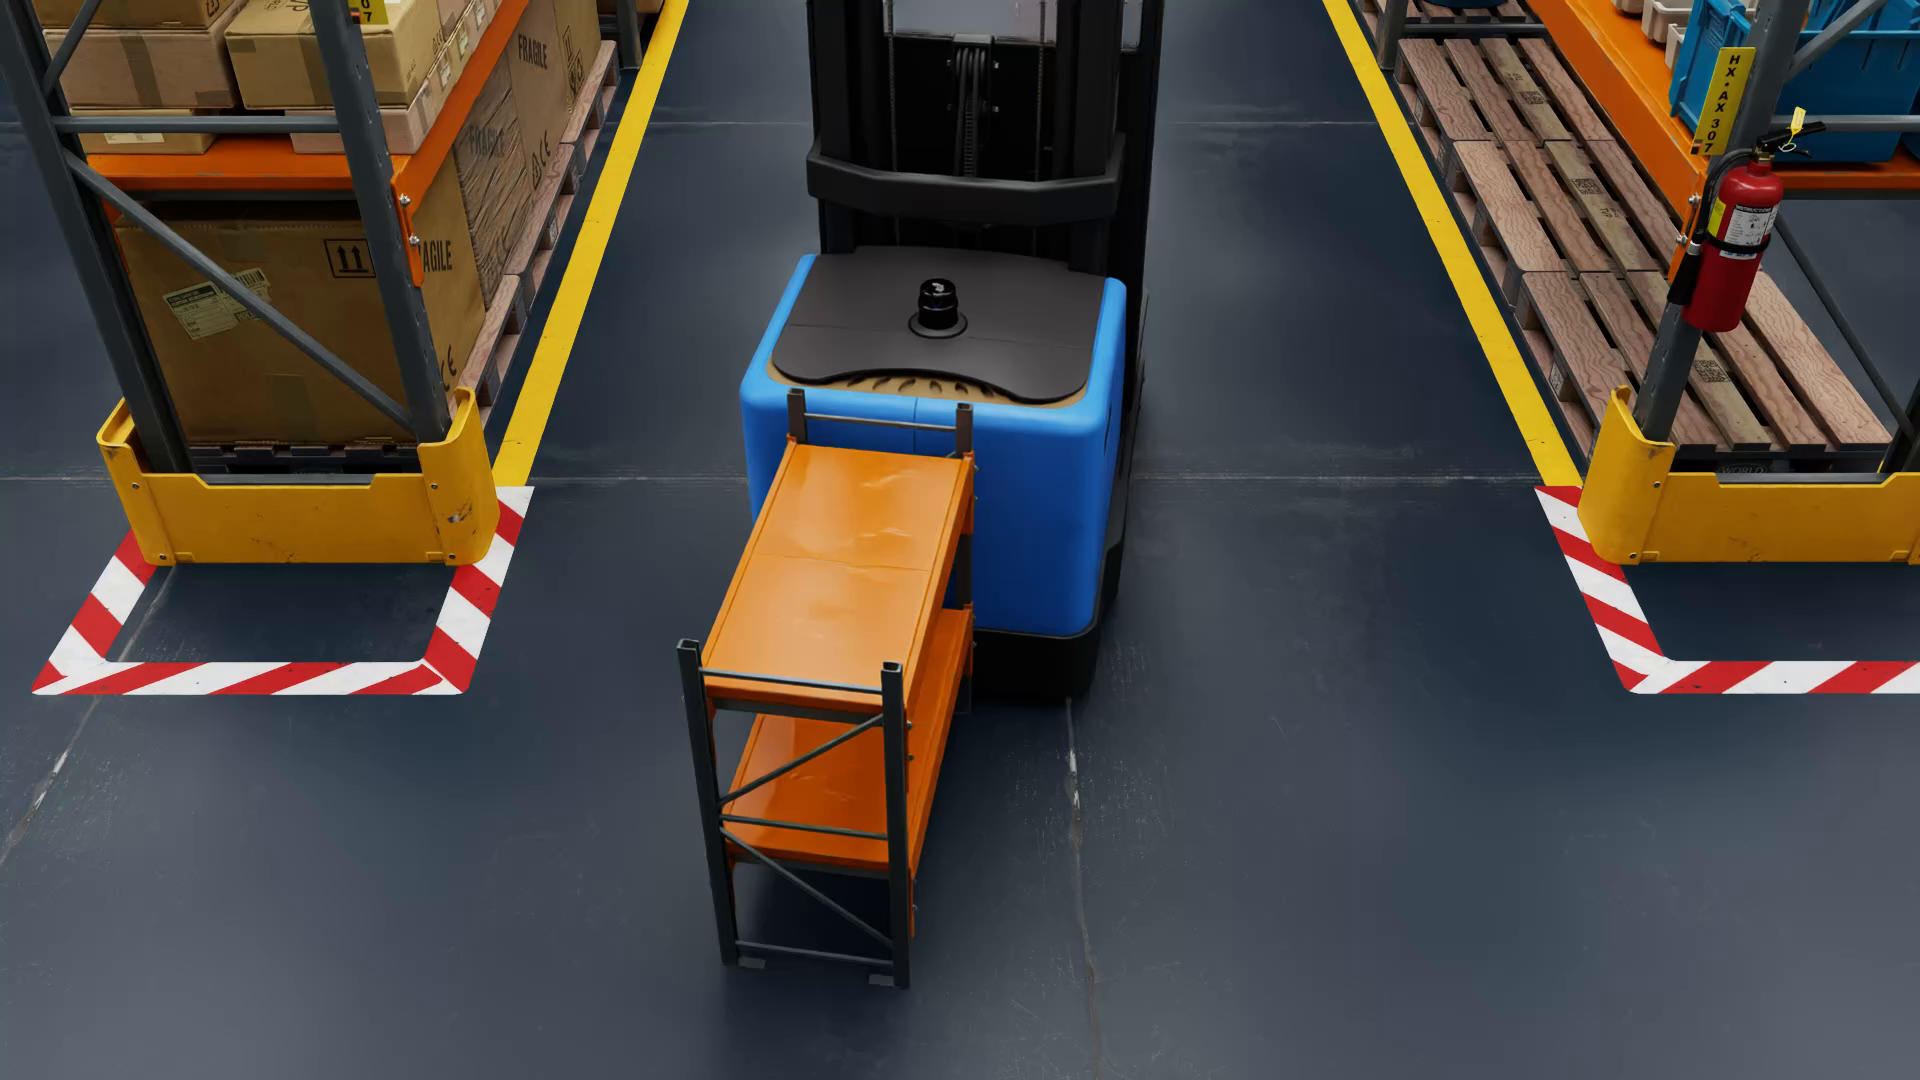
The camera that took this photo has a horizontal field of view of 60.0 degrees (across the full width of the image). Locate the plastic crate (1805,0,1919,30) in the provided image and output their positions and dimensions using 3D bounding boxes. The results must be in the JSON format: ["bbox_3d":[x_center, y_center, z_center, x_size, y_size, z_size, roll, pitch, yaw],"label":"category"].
[{"bbox_3d":[3.077,-1.734,5.601,0.416,0.233,0.300,0,39,0],"label":"plastic crate"}]

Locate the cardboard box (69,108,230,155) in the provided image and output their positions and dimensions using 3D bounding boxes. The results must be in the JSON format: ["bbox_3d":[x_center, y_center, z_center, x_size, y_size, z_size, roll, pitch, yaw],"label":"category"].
[{"bbox_3d":[-2.534,-1.330,5.212,0.380,0.149,0.250,1,39,1],"label":"cardboard box"}]

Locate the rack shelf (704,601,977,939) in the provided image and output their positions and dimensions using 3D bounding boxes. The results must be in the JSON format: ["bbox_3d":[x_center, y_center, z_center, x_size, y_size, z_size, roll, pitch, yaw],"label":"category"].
[{"bbox_3d":[-0.294,0.568,4.533,0.538,0.278,1.000,6,39,7],"label":"rack shelf"}]

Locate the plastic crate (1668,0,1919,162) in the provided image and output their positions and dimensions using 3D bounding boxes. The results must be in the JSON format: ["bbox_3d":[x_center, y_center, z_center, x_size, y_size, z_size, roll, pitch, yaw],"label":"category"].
[{"bbox_3d":[2.562,-1.456,5.092,0.616,0.435,0.499,0,39,0],"label":"plastic crate"}]

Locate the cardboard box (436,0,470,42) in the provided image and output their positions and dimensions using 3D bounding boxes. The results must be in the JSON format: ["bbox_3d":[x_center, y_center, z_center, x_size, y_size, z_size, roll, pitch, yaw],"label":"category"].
[{"bbox_3d":[-1.942,-1.889,5.590,0.500,0.250,0.500,0,39,-1],"label":"cardboard box"}]

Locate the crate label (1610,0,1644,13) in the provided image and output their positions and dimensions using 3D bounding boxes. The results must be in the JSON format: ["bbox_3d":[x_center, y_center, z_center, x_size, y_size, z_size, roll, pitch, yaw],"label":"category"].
[{"bbox_3d":[2.556,-1.995,6.004,0.396,0.136,0.243,0,39,0],"label":"crate label"}]

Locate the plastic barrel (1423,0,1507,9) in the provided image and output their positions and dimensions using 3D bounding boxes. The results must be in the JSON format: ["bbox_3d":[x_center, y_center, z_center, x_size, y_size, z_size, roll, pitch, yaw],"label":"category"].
[{"bbox_3d":[2.761,-3.396,8.931,0.600,0.901,0.708,0,39,0],"label":"plastic barrel"}]

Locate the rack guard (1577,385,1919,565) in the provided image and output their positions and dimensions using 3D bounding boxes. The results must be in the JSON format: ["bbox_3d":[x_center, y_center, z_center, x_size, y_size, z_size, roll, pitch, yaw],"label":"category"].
[{"bbox_3d":[2.762,-0.219,5.623,1.175,0.500,0.348,0,39,0],"label":"rack guard"}]

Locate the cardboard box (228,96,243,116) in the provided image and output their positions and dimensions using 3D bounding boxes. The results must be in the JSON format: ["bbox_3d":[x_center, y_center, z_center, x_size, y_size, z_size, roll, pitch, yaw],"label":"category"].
[{"bbox_3d":[-2.536,-1.493,5.415,0.380,0.149,0.250,0,39,0],"label":"cardboard box"}]

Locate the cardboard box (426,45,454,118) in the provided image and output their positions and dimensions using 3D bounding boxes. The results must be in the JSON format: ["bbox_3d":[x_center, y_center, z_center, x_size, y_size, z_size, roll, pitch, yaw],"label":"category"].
[{"bbox_3d":[-1.876,-1.490,5.412,0.380,0.149,0.250,-1,39,-1],"label":"cardboard box"}]

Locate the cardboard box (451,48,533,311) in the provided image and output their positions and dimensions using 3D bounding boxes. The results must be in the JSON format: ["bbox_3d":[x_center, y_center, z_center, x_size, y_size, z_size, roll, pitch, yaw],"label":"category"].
[{"bbox_3d":[-2.286,-1.510,6.598,0.875,0.875,0.875,0,39,0],"label":"cardboard box"}]

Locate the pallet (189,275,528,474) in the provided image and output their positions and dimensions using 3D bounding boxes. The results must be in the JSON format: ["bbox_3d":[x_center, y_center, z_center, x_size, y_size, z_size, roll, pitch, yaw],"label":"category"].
[{"bbox_3d":[-2.283,-0.618,6.352,1.003,0.211,1.213,0,39,0],"label":"pallet"}]

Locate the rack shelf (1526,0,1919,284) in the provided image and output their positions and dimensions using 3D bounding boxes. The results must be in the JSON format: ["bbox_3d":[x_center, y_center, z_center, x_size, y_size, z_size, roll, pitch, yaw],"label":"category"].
[{"bbox_3d":[2.746,-2.179,6.646,1.077,0.370,4.000,0,39,0],"label":"rack shelf"}]

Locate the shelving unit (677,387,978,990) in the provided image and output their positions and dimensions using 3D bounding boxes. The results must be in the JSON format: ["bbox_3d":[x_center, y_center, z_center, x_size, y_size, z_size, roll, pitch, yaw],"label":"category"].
[{"bbox_3d":[-0.294,0.377,4.380,0.538,1.125,1.048,6,39,7],"label":"shelving unit"}]

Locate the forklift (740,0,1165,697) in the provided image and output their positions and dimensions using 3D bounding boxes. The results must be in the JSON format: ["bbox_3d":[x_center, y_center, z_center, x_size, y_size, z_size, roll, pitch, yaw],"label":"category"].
[{"bbox_3d":[0.113,-1.588,5.387,1.130,2.935,3.031,6,39,7],"label":"forklift"}]

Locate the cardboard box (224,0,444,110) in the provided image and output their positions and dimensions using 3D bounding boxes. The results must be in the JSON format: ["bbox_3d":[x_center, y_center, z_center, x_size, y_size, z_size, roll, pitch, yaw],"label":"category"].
[{"bbox_3d":[-1.935,-1.564,5.185,0.500,0.250,0.500,-1,39,-1],"label":"cardboard box"}]

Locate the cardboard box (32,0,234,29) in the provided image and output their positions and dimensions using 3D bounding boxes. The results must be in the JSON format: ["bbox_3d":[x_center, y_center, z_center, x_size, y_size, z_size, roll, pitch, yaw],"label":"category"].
[{"bbox_3d":[-2.468,-1.860,4.955,0.500,0.500,0.500,0,39,1],"label":"cardboard box"}]

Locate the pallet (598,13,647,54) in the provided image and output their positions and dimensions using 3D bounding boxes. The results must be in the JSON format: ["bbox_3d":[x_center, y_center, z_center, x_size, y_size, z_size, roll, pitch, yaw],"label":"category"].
[{"bbox_3d":[-2.285,-3.101,9.451,1.003,0.211,1.213,0,39,0],"label":"pallet"}]

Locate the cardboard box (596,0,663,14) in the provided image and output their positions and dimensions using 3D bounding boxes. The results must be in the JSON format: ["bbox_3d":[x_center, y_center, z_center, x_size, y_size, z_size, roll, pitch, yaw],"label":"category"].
[{"bbox_3d":[-2.229,-3.442,9.010,1.225,0.875,0.875,0,39,0],"label":"cardboard box"}]

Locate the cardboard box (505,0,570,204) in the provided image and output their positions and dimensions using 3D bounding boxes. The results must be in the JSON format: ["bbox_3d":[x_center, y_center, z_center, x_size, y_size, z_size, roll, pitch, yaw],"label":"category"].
[{"bbox_3d":[-2.287,-2.066,7.293,0.875,0.875,0.875,0,39,0],"label":"cardboard box"}]

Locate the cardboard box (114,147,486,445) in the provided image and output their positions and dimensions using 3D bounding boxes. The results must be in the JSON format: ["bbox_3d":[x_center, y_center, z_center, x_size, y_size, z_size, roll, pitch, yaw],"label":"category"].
[{"bbox_3d":[-2.285,-0.941,5.888,0.875,0.875,0.875,0,39,0],"label":"cardboard box"}]

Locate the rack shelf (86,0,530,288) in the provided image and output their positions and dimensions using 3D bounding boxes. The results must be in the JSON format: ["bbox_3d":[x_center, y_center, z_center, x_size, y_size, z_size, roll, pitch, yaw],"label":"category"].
[{"bbox_3d":[-2.206,-2.176,6.642,1.077,0.370,4.000,0,39,0],"label":"rack shelf"}]

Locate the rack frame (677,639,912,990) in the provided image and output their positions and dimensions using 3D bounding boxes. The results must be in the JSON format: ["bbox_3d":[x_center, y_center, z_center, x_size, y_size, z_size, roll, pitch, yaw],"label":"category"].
[{"bbox_3d":[-0.374,0.691,3.988,0.500,1.125,0.032,6,39,7],"label":"rack frame"}]

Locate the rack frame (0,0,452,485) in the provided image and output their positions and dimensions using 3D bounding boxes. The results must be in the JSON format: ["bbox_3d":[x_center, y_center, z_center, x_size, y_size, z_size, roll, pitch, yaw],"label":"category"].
[{"bbox_3d":[-2.204,-1.206,4.856,1.000,3.000,0.127,0,39,0],"label":"rack frame"}]

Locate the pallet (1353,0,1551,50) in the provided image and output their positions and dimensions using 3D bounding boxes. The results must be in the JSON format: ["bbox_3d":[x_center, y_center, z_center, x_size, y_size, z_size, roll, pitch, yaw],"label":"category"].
[{"bbox_3d":[2.785,-3.105,9.456,1.003,0.211,1.213,0,39,0],"label":"pallet"}]

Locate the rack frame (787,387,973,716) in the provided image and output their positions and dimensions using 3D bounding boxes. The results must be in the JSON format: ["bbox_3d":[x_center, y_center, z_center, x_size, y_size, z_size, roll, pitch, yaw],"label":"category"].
[{"bbox_3d":[-0.214,0.063,4.772,0.500,1.125,0.032,6,39,7],"label":"rack frame"}]

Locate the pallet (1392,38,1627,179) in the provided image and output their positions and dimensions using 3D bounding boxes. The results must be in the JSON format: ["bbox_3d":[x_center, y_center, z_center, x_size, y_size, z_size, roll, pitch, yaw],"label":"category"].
[{"bbox_3d":[2.784,-2.163,8.280,1.003,0.211,1.213,0,39,0],"label":"pallet"}]

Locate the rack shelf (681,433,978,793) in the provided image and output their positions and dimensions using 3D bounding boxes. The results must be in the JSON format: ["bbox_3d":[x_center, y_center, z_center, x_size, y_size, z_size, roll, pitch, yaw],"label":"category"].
[{"bbox_3d":[-0.294,0.149,4.197,0.538,0.278,1.000,6,39,7],"label":"rack shelf"}]

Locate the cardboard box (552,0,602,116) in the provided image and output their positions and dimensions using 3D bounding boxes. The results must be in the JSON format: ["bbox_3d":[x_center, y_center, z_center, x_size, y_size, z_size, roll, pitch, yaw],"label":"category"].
[{"bbox_3d":[-2.288,-2.629,7.995,0.875,0.875,0.875,0,39,0],"label":"cardboard box"}]

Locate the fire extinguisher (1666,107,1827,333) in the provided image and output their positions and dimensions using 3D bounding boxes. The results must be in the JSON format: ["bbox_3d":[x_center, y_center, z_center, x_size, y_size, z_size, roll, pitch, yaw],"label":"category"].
[{"bbox_3d":[2.295,-0.939,4.883,0.296,0.674,0.183,0,39,0],"label":"fire extinguisher"}]

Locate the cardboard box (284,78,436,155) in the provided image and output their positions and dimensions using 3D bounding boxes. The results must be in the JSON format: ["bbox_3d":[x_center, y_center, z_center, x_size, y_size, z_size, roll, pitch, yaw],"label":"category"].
[{"bbox_3d":[-1.875,-1.330,5.212,0.380,0.149,0.250,0,39,0],"label":"cardboard box"}]

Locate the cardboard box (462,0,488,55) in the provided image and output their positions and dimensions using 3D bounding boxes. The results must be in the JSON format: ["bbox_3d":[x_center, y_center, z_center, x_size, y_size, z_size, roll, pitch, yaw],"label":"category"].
[{"bbox_3d":[-1.878,-1.814,5.815,0.380,0.149,0.250,-1,39,-1],"label":"cardboard box"}]

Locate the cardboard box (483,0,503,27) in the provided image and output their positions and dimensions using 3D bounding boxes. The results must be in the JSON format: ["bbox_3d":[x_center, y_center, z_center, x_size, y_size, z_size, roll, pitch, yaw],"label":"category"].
[{"bbox_3d":[-1.878,-1.973,6.014,0.380,0.149,0.250,-1,39,-1],"label":"cardboard box"}]

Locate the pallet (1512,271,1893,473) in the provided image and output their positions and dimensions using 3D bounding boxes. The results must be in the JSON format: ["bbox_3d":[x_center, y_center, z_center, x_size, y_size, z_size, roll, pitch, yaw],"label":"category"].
[{"bbox_3d":[2.787,-0.637,6.376,1.003,0.211,1.213,0,39,0],"label":"pallet"}]

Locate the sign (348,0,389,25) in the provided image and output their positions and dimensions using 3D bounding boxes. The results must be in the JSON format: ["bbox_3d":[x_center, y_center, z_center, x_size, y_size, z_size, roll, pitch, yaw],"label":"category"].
[{"bbox_3d":[-1.649,-1.571,4.556,0.100,0.325,0.005,0,39,0],"label":"sign"}]

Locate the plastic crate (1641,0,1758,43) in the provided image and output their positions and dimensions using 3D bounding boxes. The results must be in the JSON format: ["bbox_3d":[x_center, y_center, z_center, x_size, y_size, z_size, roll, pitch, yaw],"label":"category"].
[{"bbox_3d":[2.581,-1.821,5.786,0.396,0.136,0.243,0,39,0],"label":"plastic crate"}]

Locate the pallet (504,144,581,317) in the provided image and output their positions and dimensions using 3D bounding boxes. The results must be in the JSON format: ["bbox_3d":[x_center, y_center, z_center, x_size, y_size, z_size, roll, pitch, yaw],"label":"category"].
[{"bbox_3d":[-2.282,-1.379,7.301,1.003,0.211,1.213,0,39,0],"label":"pallet"}]

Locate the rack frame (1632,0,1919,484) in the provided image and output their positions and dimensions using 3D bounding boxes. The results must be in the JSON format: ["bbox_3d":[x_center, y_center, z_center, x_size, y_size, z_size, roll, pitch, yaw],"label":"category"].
[{"bbox_3d":[2.749,-1.209,4.860,1.000,3.000,0.127,0,39,0],"label":"rack frame"}]

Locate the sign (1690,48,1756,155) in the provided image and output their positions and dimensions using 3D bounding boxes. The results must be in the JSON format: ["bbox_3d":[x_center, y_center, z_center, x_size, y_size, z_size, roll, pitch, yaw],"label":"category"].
[{"bbox_3d":[2.199,-1.262,4.796,0.100,0.325,0.005,0,39,0],"label":"sign"}]

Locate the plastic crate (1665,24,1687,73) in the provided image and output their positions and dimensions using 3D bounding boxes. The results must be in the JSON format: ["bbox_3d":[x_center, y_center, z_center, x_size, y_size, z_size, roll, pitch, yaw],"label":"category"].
[{"bbox_3d":[2.567,-1.640,5.560,0.396,0.136,0.243,0,39,0],"label":"plastic crate"}]

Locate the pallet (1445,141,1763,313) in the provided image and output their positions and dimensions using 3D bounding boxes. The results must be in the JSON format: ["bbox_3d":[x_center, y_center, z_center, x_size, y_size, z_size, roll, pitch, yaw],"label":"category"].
[{"bbox_3d":[2.788,-1.398,7.326,1.003,0.211,1.213,0,39,0],"label":"pallet"}]

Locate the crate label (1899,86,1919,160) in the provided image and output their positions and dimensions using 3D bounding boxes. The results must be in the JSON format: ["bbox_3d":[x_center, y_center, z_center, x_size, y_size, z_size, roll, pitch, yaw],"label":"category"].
[{"bbox_3d":[3.078,-1.322,5.087,0.416,0.233,0.303,0,39,0],"label":"crate label"}]

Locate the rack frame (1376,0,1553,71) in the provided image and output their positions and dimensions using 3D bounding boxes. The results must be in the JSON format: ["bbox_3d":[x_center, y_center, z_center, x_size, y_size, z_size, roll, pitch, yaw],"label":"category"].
[{"bbox_3d":[2.744,-3.711,7.982,1.000,3.000,0.127,0,39,0],"label":"rack frame"}]

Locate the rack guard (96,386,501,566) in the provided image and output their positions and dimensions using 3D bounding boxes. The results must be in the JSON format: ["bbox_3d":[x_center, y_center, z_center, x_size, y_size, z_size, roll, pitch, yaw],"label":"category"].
[{"bbox_3d":[-2.204,-0.215,5.619,1.175,0.500,0.348,0,39,0],"label":"rack guard"}]

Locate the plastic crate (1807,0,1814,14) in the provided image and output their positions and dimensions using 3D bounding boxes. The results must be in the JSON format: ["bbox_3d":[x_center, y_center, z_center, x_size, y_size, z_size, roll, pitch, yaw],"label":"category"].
[{"bbox_3d":[3.159,-1.909,5.897,0.250,0.136,0.298,0,39,0],"label":"plastic crate"}]

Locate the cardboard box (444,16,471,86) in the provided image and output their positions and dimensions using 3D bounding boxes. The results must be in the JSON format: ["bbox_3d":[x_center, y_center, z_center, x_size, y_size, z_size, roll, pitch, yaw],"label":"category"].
[{"bbox_3d":[-1.877,-1.650,5.612,0.380,0.149,0.250,-1,39,-1],"label":"cardboard box"}]

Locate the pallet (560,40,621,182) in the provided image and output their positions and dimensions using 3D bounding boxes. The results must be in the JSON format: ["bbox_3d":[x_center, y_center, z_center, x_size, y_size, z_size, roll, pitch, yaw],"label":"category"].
[{"bbox_3d":[-2.286,-2.143,8.256,1.003,0.211,1.213,0,39,0],"label":"pallet"}]

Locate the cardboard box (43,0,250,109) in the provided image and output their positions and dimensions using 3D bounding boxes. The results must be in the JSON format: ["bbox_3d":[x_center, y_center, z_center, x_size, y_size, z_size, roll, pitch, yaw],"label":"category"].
[{"bbox_3d":[-2.470,-1.566,5.188,0.500,0.250,0.500,-1,39,-1],"label":"cardboard box"}]

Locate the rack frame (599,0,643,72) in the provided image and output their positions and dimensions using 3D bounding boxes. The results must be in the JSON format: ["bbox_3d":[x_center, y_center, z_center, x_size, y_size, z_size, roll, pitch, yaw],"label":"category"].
[{"bbox_3d":[-2.209,-3.707,7.977,1.000,3.000,0.127,0,39,0],"label":"rack frame"}]
